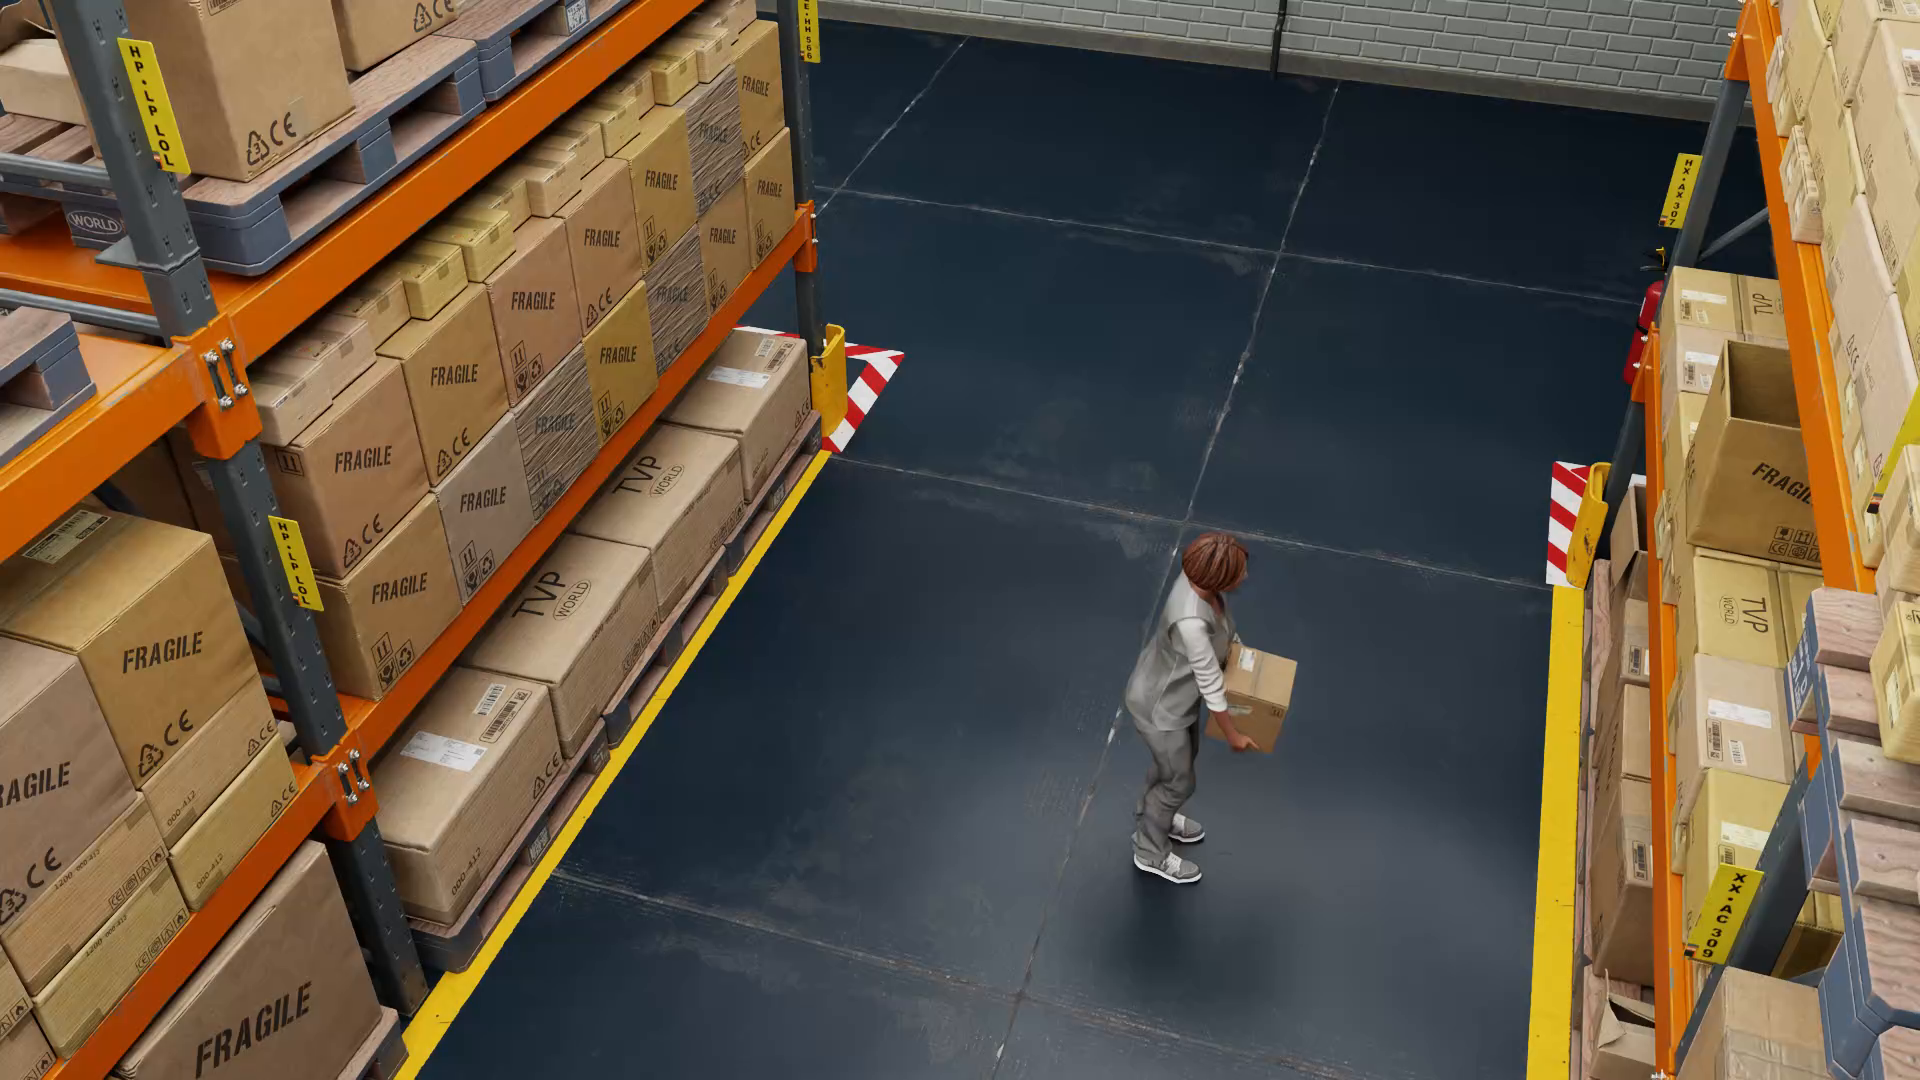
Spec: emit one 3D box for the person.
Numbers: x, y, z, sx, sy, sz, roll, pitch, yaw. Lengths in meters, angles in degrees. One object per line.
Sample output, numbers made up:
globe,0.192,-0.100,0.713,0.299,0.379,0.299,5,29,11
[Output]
person,0.864,0.616,6.110,0.515,1.587,0.373,10,39,13
